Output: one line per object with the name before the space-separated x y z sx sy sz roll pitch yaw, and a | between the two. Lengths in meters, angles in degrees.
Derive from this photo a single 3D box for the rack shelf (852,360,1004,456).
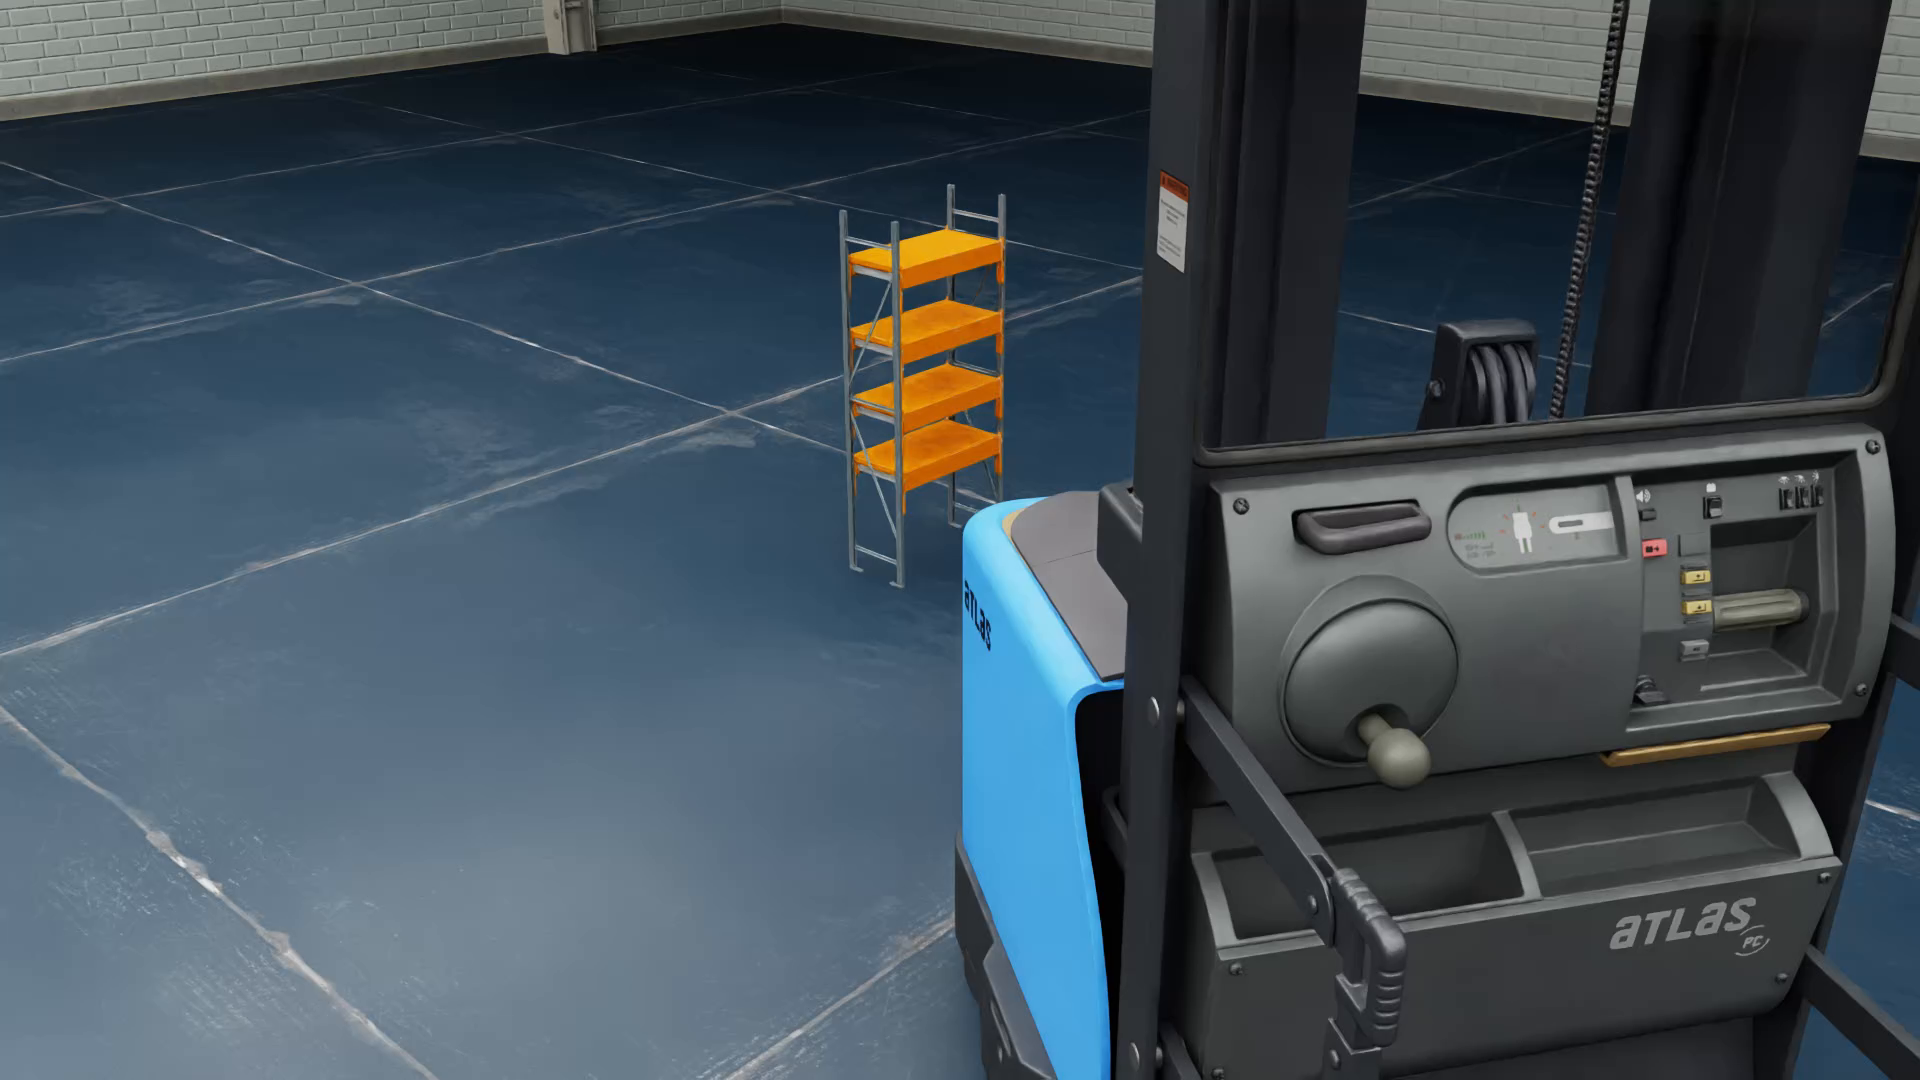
rack shelf | -0.110 -0.436 5.420 0.258 0.148 0.480 20 31 38

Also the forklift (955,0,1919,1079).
forklift | 0.822 0.109 1.924 1.130 2.935 3.031 -5 25 -12

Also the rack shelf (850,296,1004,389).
rack shelf | -0.110 -0.640 5.328 0.258 0.148 0.480 20 31 38

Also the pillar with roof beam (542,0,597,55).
pillar with roof beam | -0.684 -7.833 12.221 9.100 9.000 0.400 20 31 38

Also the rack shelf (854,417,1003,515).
rack shelf | -0.110 -0.254 5.501 0.258 0.148 0.480 20 31 38

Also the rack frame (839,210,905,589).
rack frame | -0.273 -0.423 5.226 0.240 1.200 0.015 20 31 38

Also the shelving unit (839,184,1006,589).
shelving unit | -0.110 -0.497 5.392 0.258 1.200 0.503 20 31 38

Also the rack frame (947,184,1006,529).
rack frame | 0.052 -0.571 5.558 0.240 1.200 0.015 20 31 38

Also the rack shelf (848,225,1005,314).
rack shelf | -0.110 -0.856 5.231 0.258 0.148 0.480 20 31 38
